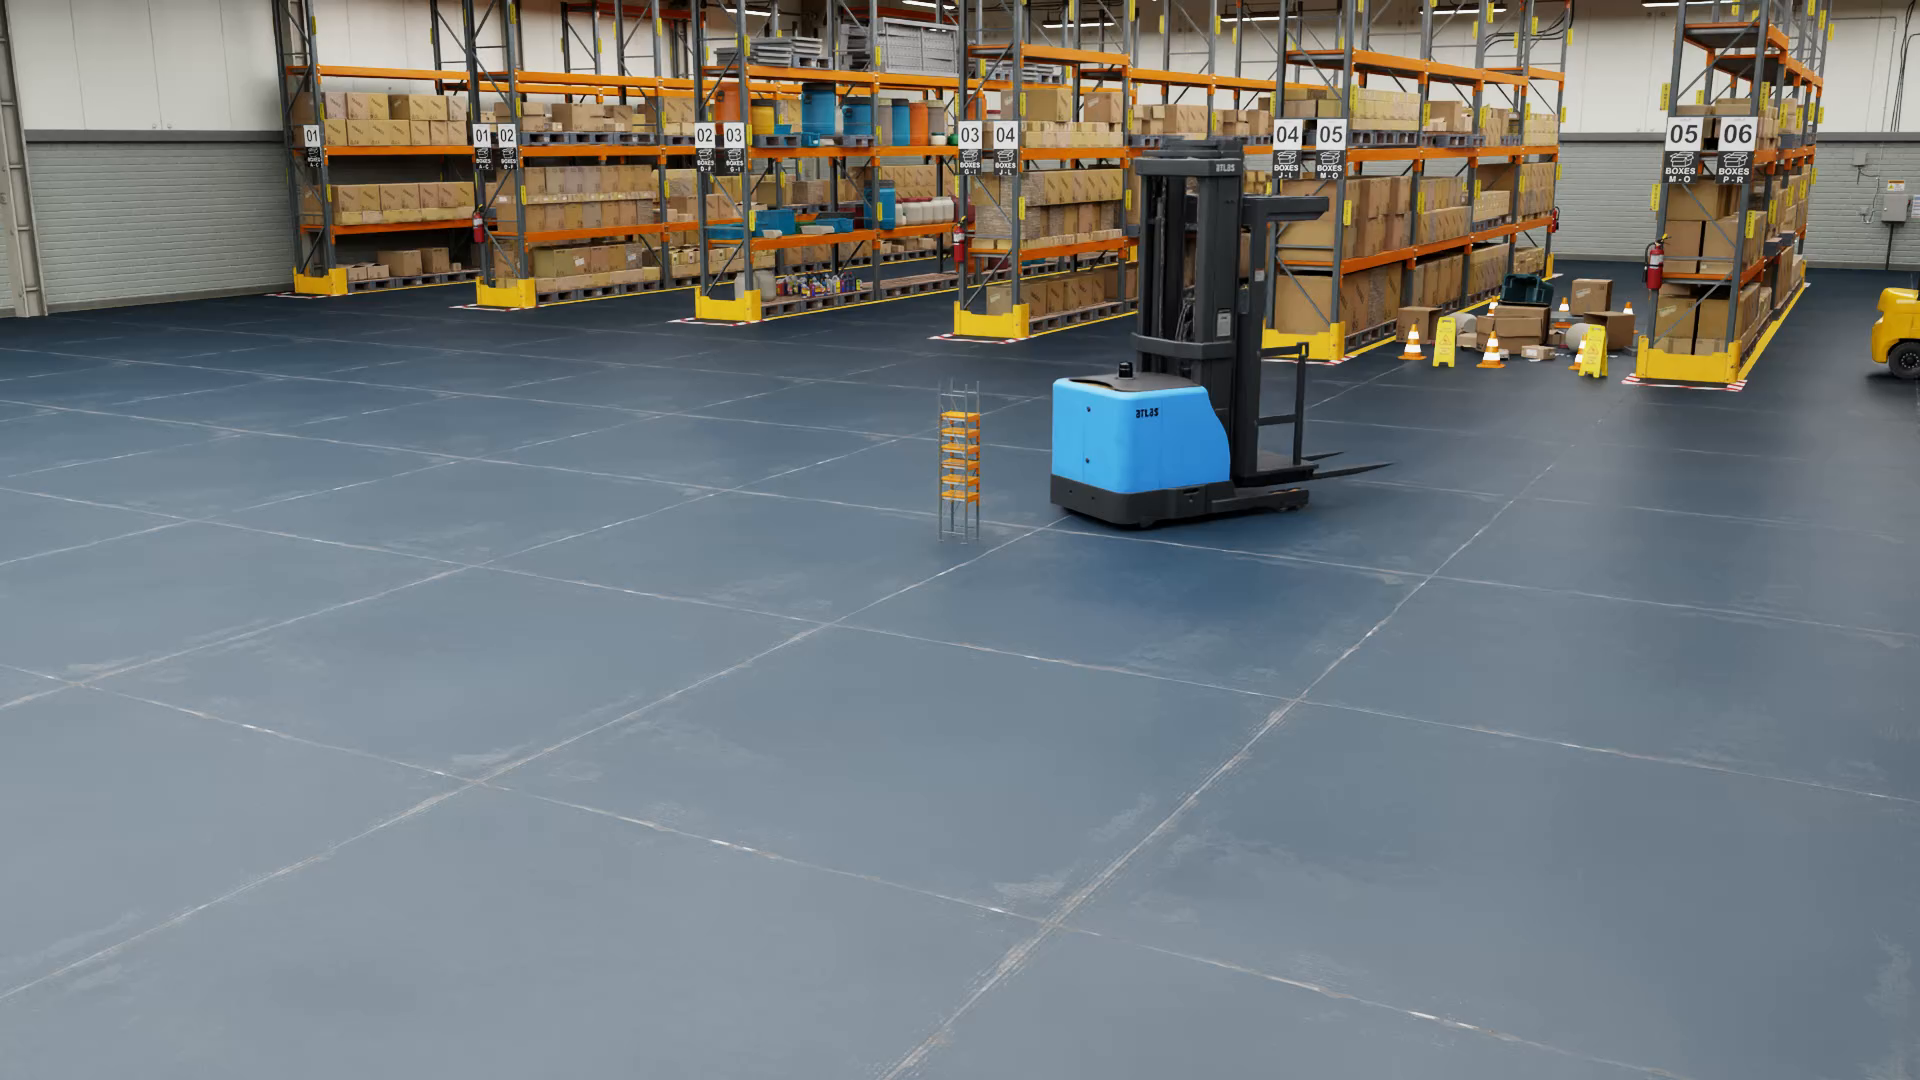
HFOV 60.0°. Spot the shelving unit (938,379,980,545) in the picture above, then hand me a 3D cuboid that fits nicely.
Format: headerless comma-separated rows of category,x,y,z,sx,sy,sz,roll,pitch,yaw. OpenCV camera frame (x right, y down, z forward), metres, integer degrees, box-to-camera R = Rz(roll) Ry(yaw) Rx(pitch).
shelving unit,-0.007,-0.580,12.381,0.258,1.200,0.189,7,15,28

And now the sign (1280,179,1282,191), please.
sign,6.726,-7.527,35.055,0.100,0.325,0.005,7,15,28

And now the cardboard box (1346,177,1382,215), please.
cardboard box,5.669,-5.034,24.389,0.875,0.550,0.500,7,15,28

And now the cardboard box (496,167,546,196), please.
cardboard box,-7.962,-6.508,30.148,0.700,0.500,0.500,7,15,28

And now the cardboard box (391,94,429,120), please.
cardboard box,-11.133,-8.752,33.647,0.500,0.500,0.500,7,15,26

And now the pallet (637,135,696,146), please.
pallet,-5.876,-8.092,33.707,0.805,0.209,1.217,7,15,26

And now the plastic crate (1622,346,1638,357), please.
plastic crate,9.578,-2.650,23.354,0.402,0.080,0.583,2,14,9

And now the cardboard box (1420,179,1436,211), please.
cardboard box,7.399,-5.685,27.368,0.700,0.500,0.500,8,15,28

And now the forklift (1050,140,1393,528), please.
forklift,2.259,-1.752,13.547,3.031,2.935,1.130,-8,16,-30

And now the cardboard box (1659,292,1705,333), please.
cardboard box,9.529,-3.011,21.994,0.500,0.500,0.500,8,16,30

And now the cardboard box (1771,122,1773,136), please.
cardboard box,10.574,-5.501,22.234,0.500,0.250,0.500,7,15,27

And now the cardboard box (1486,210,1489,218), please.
cardboard box,9.638,-6.082,31.003,0.380,0.149,0.250,8,16,29

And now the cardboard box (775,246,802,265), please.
cardboard box,-3.887,-6.425,37.177,0.500,0.500,0.500,8,16,30

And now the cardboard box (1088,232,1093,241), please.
cardboard box,1.970,-5.027,27.520,0.380,0.149,0.250,7,15,28

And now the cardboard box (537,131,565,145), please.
cardboard box,-9.403,-9.188,37.582,0.797,0.503,0.637,10,17,36

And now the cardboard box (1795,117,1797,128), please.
cardboard box,12.156,-6.172,24.760,0.500,0.250,0.500,7,15,27

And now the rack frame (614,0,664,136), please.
rack frame,-6.291,-9.461,32.576,1.000,3.000,0.127,7,15,28

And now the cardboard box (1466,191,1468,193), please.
cardboard box,9.691,-6.712,32.346,0.380,0.149,0.250,8,15,29

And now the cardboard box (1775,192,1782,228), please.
cardboard box,12.025,-4.962,24.972,0.500,0.500,0.500,7,15,28

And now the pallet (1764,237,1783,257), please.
pallet,11.551,-4.345,24.568,1.003,0.211,1.213,7,15,28

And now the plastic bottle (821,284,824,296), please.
plastic bottle,-2.479,-4.463,29.678,0.097,0.201,0.097,0,14,0

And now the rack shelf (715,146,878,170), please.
rack shelf,-2.923,-6.681,28.979,1.077,0.370,4.000,7,15,28

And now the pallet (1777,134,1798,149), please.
pallet,11.446,-5.780,24.109,1.213,0.211,1.003,7,15,28

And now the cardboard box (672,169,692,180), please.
cardboard box,-7.019,-9.085,41.327,0.500,0.250,0.500,8,16,29

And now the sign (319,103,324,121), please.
sign,-12.088,-8.106,31.491,0.100,0.325,0.005,7,15,28

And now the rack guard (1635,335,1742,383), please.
rack guard,9.157,-2.278,20.917,1.175,0.500,0.348,7,15,28

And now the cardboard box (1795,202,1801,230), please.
cardboard box,15.378,-6.055,31.036,0.500,0.500,0.500,8,16,30

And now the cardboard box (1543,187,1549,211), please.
cardboard box,12.228,-7.267,35.430,0.500,0.500,0.500,7,15,27

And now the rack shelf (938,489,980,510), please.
rack shelf,-0.007,-0.304,12.447,0.258,0.103,0.180,7,15,28

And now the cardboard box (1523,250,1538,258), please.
cardboard box,11.992,-6.051,35.149,0.380,0.149,0.250,8,16,30

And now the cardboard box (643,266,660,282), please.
cardboard box,-6.324,-5.292,33.055,0.500,0.250,0.500,7,15,28

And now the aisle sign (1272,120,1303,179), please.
aisle sign,4.442,-5.301,22.575,0.394,0.787,0.004,7,15,28

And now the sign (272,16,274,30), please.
sign,-13.039,-9.799,31.647,0.100,0.325,0.005,7,15,28

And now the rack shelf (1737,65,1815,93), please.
rack shelf,13.955,-7.902,28.497,1.077,0.370,4.000,7,15,28

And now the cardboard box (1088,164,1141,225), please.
cardboard box,2.886,-6.064,29.111,1.000,1.000,1.000,7,15,28

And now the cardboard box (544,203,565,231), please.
cardboard box,-7.738,-5.975,30.704,0.700,0.500,0.500,8,16,29

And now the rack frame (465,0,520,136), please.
rack frame,-8.224,-8.640,29.172,1.000,3.000,0.127,7,15,28

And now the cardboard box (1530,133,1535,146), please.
cardboard box,11.229,-8.034,33.378,0.500,0.250,0.500,7,15,27

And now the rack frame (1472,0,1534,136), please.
rack frame,10.540,-9.396,32.308,1.000,3.000,0.127,7,15,28

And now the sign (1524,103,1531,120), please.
sign,11.027,-8.319,32.295,0.100,0.325,0.005,7,15,28

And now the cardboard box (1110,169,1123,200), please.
cardboard box,2.403,-5.977,27.944,0.500,0.500,0.500,7,15,28

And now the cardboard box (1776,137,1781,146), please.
cardboard box,12.276,-6.311,25.692,0.797,0.503,0.637,7,15,28

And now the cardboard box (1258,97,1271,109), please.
cardboard box,6.707,-9.379,35.714,0.500,0.250,0.500,6,15,24

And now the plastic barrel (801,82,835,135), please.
plastic barrel,-2.531,-7.696,29.692,0.600,0.901,0.708,7,15,28

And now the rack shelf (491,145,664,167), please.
rack shelf,-7.258,-7.243,31.310,1.077,0.370,4.000,7,15,28

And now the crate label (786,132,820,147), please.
crate label,-2.696,-6.894,28.647,0.502,0.251,0.408,7,15,28

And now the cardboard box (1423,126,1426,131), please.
cardboard box,7.183,-6.580,26.203,0.258,0.266,0.396,7,15,27

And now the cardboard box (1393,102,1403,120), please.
cardboard box,6.171,-6.285,24.379,0.500,0.250,0.500,7,15,28

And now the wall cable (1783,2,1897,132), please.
wall cable,20.016,-10.790,38.089,2.355,3.000,0.029,7,15,28

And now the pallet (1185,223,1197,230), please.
pallet,4.062,-5.990,31.390,1.213,0.211,1.003,7,15,28

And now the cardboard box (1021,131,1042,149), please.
cardboard box,0.905,-6.055,25.171,0.500,0.250,0.500,8,16,30

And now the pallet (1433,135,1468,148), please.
pallet,7.803,-6.658,27.752,1.003,0.211,1.213,8,16,31

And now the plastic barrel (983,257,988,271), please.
plastic barrel,0.393,-6.026,35.541,0.421,0.512,0.421,0,14,0

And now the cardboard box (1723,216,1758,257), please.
cardboard box,10.085,-3.948,21.662,0.500,0.500,0.500,7,15,27
